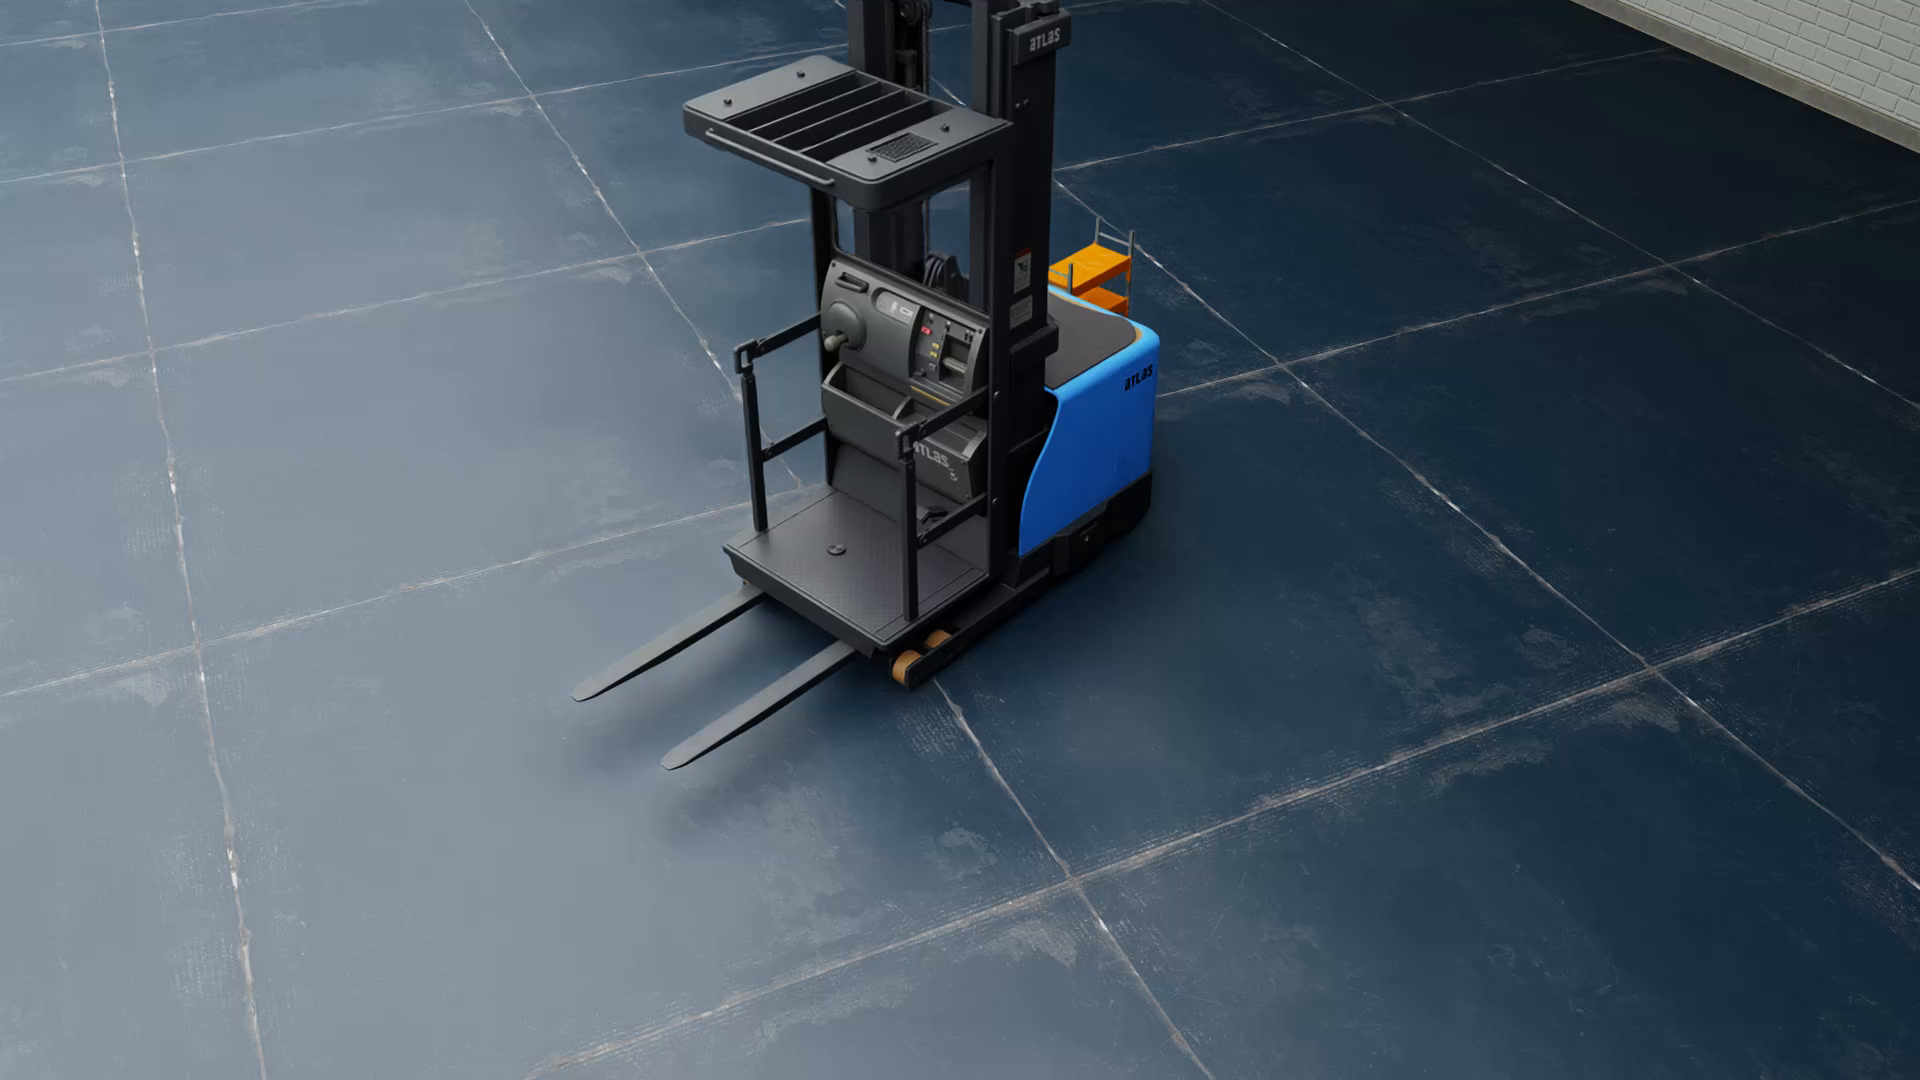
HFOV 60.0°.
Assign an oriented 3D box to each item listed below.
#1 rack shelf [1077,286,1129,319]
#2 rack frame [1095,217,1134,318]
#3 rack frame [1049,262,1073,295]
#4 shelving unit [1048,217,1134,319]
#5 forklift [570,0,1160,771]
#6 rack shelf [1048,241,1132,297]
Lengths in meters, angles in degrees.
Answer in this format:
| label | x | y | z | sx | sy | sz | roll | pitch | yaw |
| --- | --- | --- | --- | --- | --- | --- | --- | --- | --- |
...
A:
| label | x | y | z | sx | sy | sz | roll | pitch | yaw |
| --- | --- | --- | --- | --- | --- | --- | --- | --- | --- |
| rack shelf | 0.634 | -1.165 | 8.693 | 0.258 | 0.148 | 0.480 | 29 | 45 | 33 |
| rack frame | 0.800 | -1.146 | 8.930 | 0.240 | 1.200 | 0.015 | 29 | 45 | 33 |
| rack frame | 0.468 | -0.932 | 8.643 | 0.240 | 1.200 | 0.015 | 29 | 45 | 33 |
| shelving unit | 0.634 | -1.039 | 8.787 | 0.258 | 1.200 | 0.503 | 29 | 45 | 33 |
| forklift | -0.398 | -0.858 | 7.090 | 1.130 | 2.935 | 3.031 | 29 | 45 | 33 |
| rack shelf | 0.634 | -1.355 | 8.553 | 0.258 | 0.148 | 0.480 | 29 | 45 | 33 |
